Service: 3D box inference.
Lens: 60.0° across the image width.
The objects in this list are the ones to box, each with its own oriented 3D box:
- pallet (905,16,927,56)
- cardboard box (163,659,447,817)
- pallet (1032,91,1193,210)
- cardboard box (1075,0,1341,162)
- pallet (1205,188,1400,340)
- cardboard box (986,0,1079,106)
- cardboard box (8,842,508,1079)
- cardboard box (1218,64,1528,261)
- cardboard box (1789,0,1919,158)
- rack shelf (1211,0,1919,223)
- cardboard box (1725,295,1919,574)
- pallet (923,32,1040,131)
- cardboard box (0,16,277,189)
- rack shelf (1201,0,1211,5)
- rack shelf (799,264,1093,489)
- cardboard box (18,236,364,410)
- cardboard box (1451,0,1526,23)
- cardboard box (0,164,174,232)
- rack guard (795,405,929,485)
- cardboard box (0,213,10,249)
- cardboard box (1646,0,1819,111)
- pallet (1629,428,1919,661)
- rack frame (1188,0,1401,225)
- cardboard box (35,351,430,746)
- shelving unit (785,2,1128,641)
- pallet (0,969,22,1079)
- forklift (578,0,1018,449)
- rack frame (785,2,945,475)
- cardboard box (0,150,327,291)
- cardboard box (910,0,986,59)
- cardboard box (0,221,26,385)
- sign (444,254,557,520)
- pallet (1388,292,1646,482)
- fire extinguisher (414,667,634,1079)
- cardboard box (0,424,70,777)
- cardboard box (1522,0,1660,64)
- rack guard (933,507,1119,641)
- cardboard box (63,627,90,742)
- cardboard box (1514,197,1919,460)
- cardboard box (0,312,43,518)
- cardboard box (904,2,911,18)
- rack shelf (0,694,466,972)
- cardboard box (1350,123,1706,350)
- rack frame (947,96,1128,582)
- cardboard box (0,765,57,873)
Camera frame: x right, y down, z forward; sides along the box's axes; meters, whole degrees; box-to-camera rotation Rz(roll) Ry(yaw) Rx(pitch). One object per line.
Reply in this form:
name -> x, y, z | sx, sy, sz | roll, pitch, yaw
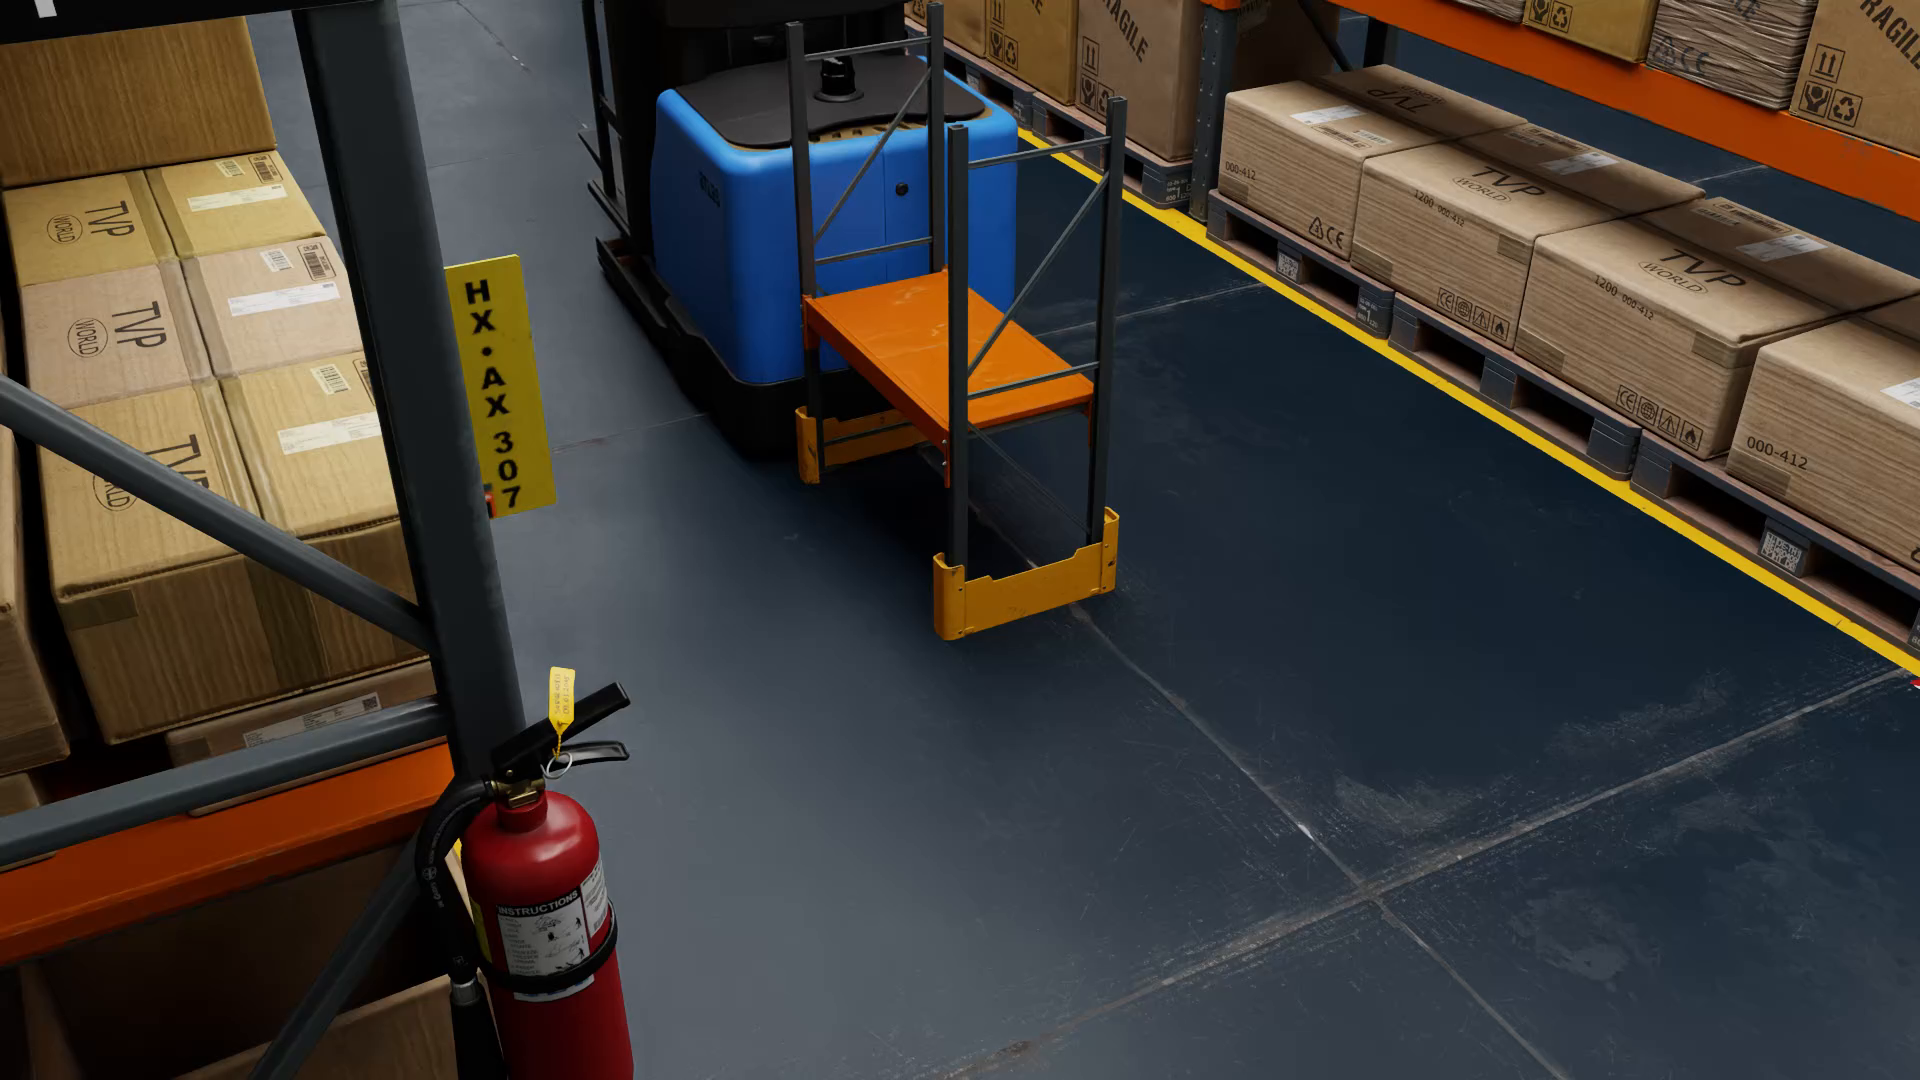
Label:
pallet -> -0.059, -3.169, 10.000 | 1.003, 0.211, 1.213 | -16, 36, -23
cardboard box -> -0.930, 0.210, 2.374 | 0.380, 0.149, 0.250 | -16, 36, -23
pallet -> 1.079, -2.004, 8.183 | 1.003, 0.211, 1.213 | -16, 36, -23
cardboard box -> 1.145, -2.387, 7.775 | 0.875, 0.875, 0.875 | -15, 35, -22
pallet -> 1.791, -1.272, 7.040 | 1.003, 0.211, 1.213 | -16, 36, -23
cardboard box -> 0.717, -2.816, 8.445 | 0.875, 0.875, 0.875 | -15, 36, -22
cardboard box -> -1.221, 0.889, 3.007 | 0.797, 0.503, 0.637 | -17, 37, -25
cardboard box -> 1.703, -1.600, 6.953 | 0.875, 0.438, 0.875 | -16, 36, -24
cardboard box -> 2.690, -1.369, 4.514 | 0.500, 0.500, 0.500 | -17, 36, -24
rack shelf -> 2.438, -1.572, 5.589 | 1.077, 0.370, 4.000 | -16, 36, -23
cardboard box -> 2.974, -0.308, 4.936 | 0.875, 0.438, 0.875 | -17, 36, -25
pallet -> 0.506, -2.587, 9.092 | 1.003, 0.211, 1.213 | -16, 36, -23
cardboard box -> -1.692, -1.048, 3.273 | 0.500, 0.500, 0.500 | -15, 36, -22
rack shelf -> 0.573, -3.481, 8.569 | 1.077, 0.370, 4.000 | -16, 36, -23
rack shelf -> -0.040, -0.521, 5.006 | 0.538, 0.185, 1.000 | -16, 36, -23
cardboard box -> -1.228, -0.257, 2.733 | 0.500, 0.250, 0.500 | -15, 36, -23
cardboard box -> 1.950, -2.101, 5.656 | 0.500, 0.500, 0.500 | -16, 36, -23
cardboard box -> -1.724, -0.737, 3.482 | 0.500, 0.250, 0.500 | -17, 36, -24
rack guard -> -0.268, -0.379, 5.610 | 0.587, 0.250, 0.087 | -16, 36, -23
cardboard box -> -2.178, -0.618, 3.298 | 0.500, 0.250, 0.500 | -16, 36, -23
cardboard box -> 2.442, -1.612, 4.893 | 0.500, 0.500, 0.500 | -15, 36, -22
pallet -> 2.928, -0.108, 5.223 | 1.003, 0.211, 1.213 | -16, 36, -23
rack frame -> 1.505, -2.829, 6.885 | 1.000, 3.000, 0.127 | -16, 36, -23
cardboard box -> -0.992, -0.016, 2.358 | 0.500, 0.250, 0.500 | -16, 36, -23
shelving unit -> -0.036, -0.668, 4.902 | 0.587, 1.500, 1.083 | -16, 36, -23
pallet -> -1.427, 1.088, 3.356 | 1.003, 0.211, 1.213 | -16, 36, -23
forklift -> -0.865, -2.321, 6.156 | 1.130, 2.935, 3.031 | -14, 35, -20
rack frame -> -0.277, -0.915, 5.288 | 0.500, 1.500, 0.032 | -16, 36, -23
cardboard box -> -1.467, -0.498, 3.110 | 0.500, 0.250, 0.500 | -17, 36, -24
cardboard box -> 0.301, -3.243, 9.111 | 0.875, 0.875, 0.875 | -15, 36, -23
cardboard box -> -1.935, -0.369, 2.908 | 0.500, 0.250, 0.500 | -15, 35, -22
sign -> -0.539, -0.171, 1.934 | 0.100, 0.325, 0.005 | -16, 36, -23
pallet -> 2.363, -0.689, 6.130 | 1.003, 0.211, 1.213 | -16, 36, -23
fire extinguisher -> -0.542, 0.474, 2.147 | 0.296, 0.674, 0.183 | -16, 36, -23
cardboard box -> -1.468, 0.115, 2.153 | 0.500, 0.250, 0.500 | -15, 36, -22
cardboard box -> 2.190, -1.855, 5.273 | 0.500, 0.500, 0.500 | -15, 35, -22
rack guard -> 0.197, 0.096, 4.868 | 0.587, 0.250, 0.087 | -16, 36, -23
cardboard box -> -1.475, 0.209, 2.377 | 0.380, 0.149, 0.250 | -15, 35, -22
cardboard box -> 2.540, -0.743, 5.614 | 0.875, 0.438, 0.875 | -15, 36, -22
cardboard box -> -1.708, -0.131, 2.537 | 0.500, 0.250, 0.500 | -16, 36, -23
cardboard box -> -0.111, -3.670, 9.777 | 0.875, 0.875, 0.875 | -16, 36, -24
rack shelf -> -1.952, -0.321, 3.638 | 1.077, 0.370, 4.000 | -16, 36, -23
cardboard box -> 2.121, -1.173, 6.287 | 0.875, 0.438, 0.875 | -17, 36, -24
rack frame -> 0.197, -0.430, 4.530 | 0.500, 1.500, 0.032 | -16, 36, -23
cardboard box -> -1.411, 0.345, 2.163 | 0.380, 0.149, 0.250 | -16, 36, -24
